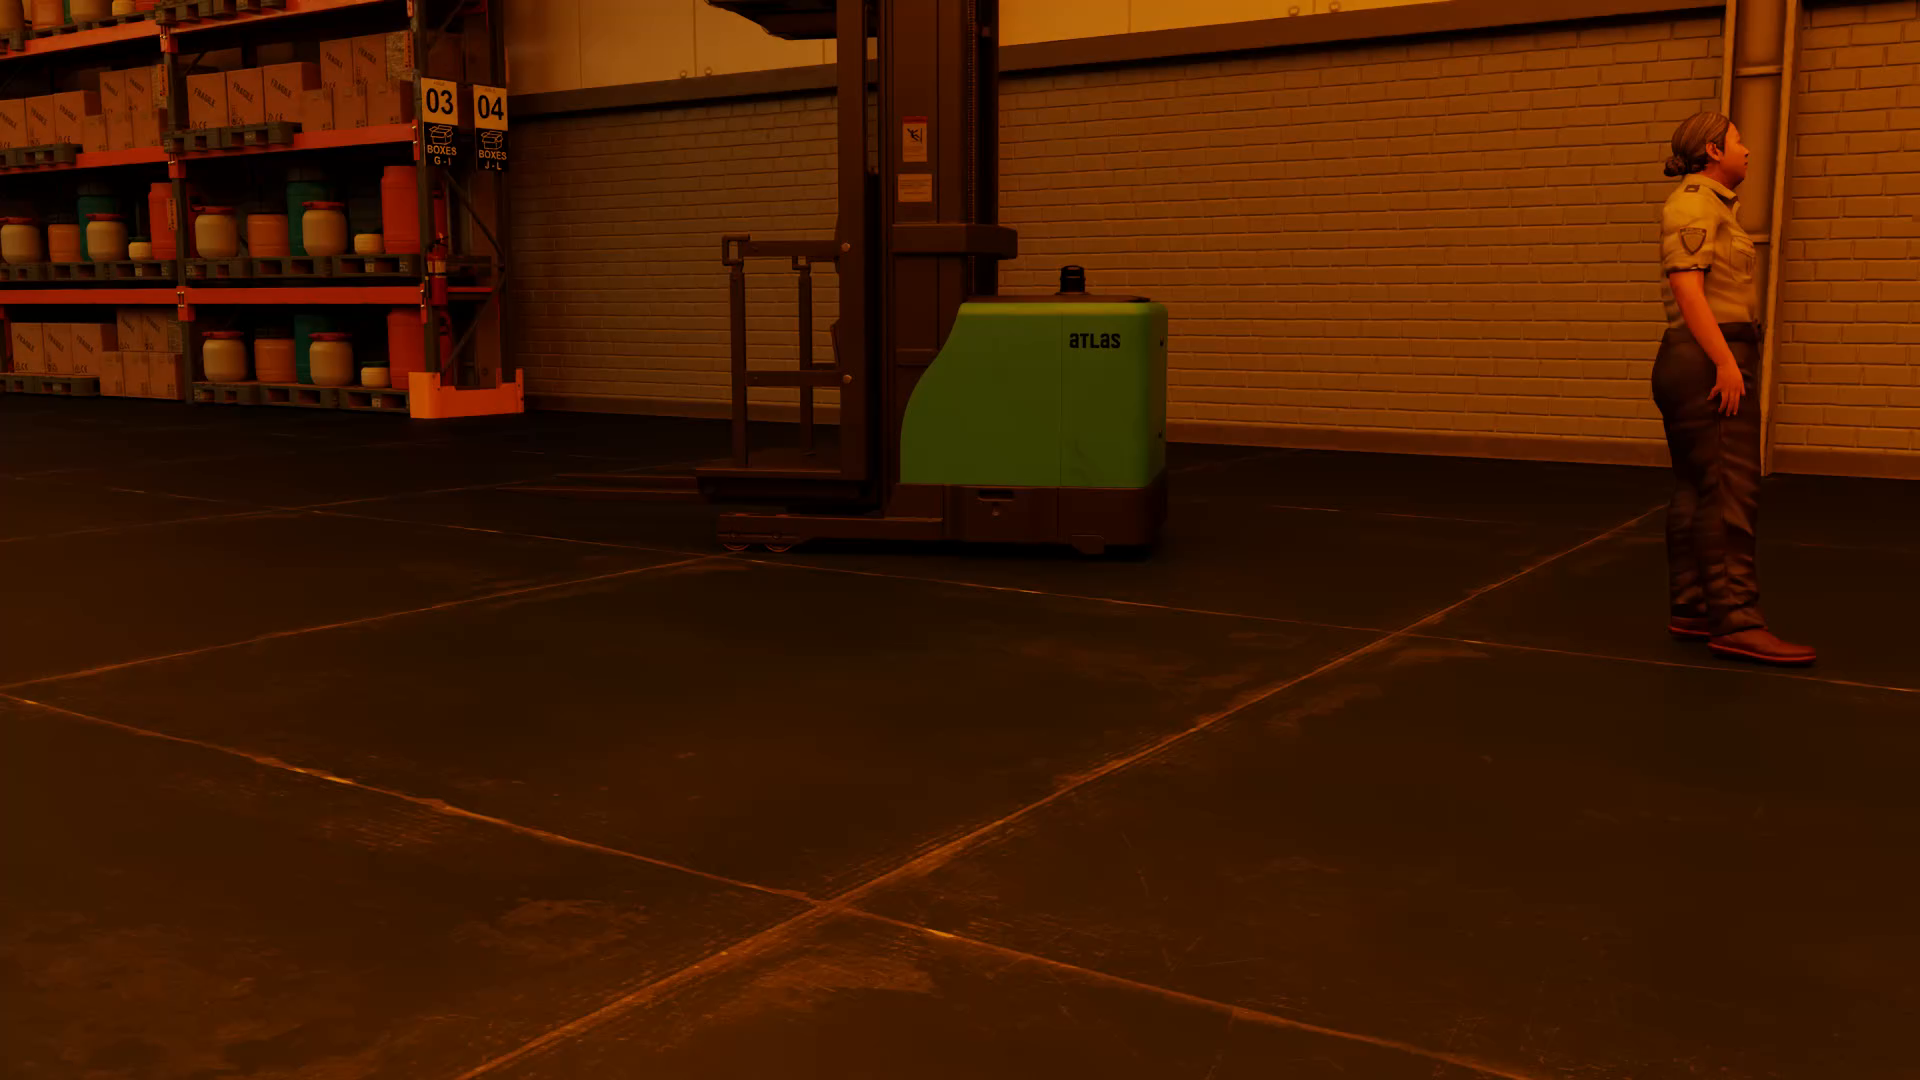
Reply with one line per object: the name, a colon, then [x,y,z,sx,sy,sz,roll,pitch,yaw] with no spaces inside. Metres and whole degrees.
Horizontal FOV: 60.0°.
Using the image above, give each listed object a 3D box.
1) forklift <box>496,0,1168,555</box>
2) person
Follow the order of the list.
forklift: [-0.596,-1.469,7.520,3.031,2.935,1.130,2,8,12]
person: [2.411,-0.487,5.151,0.502,1.644,0.598,3,9,22]
